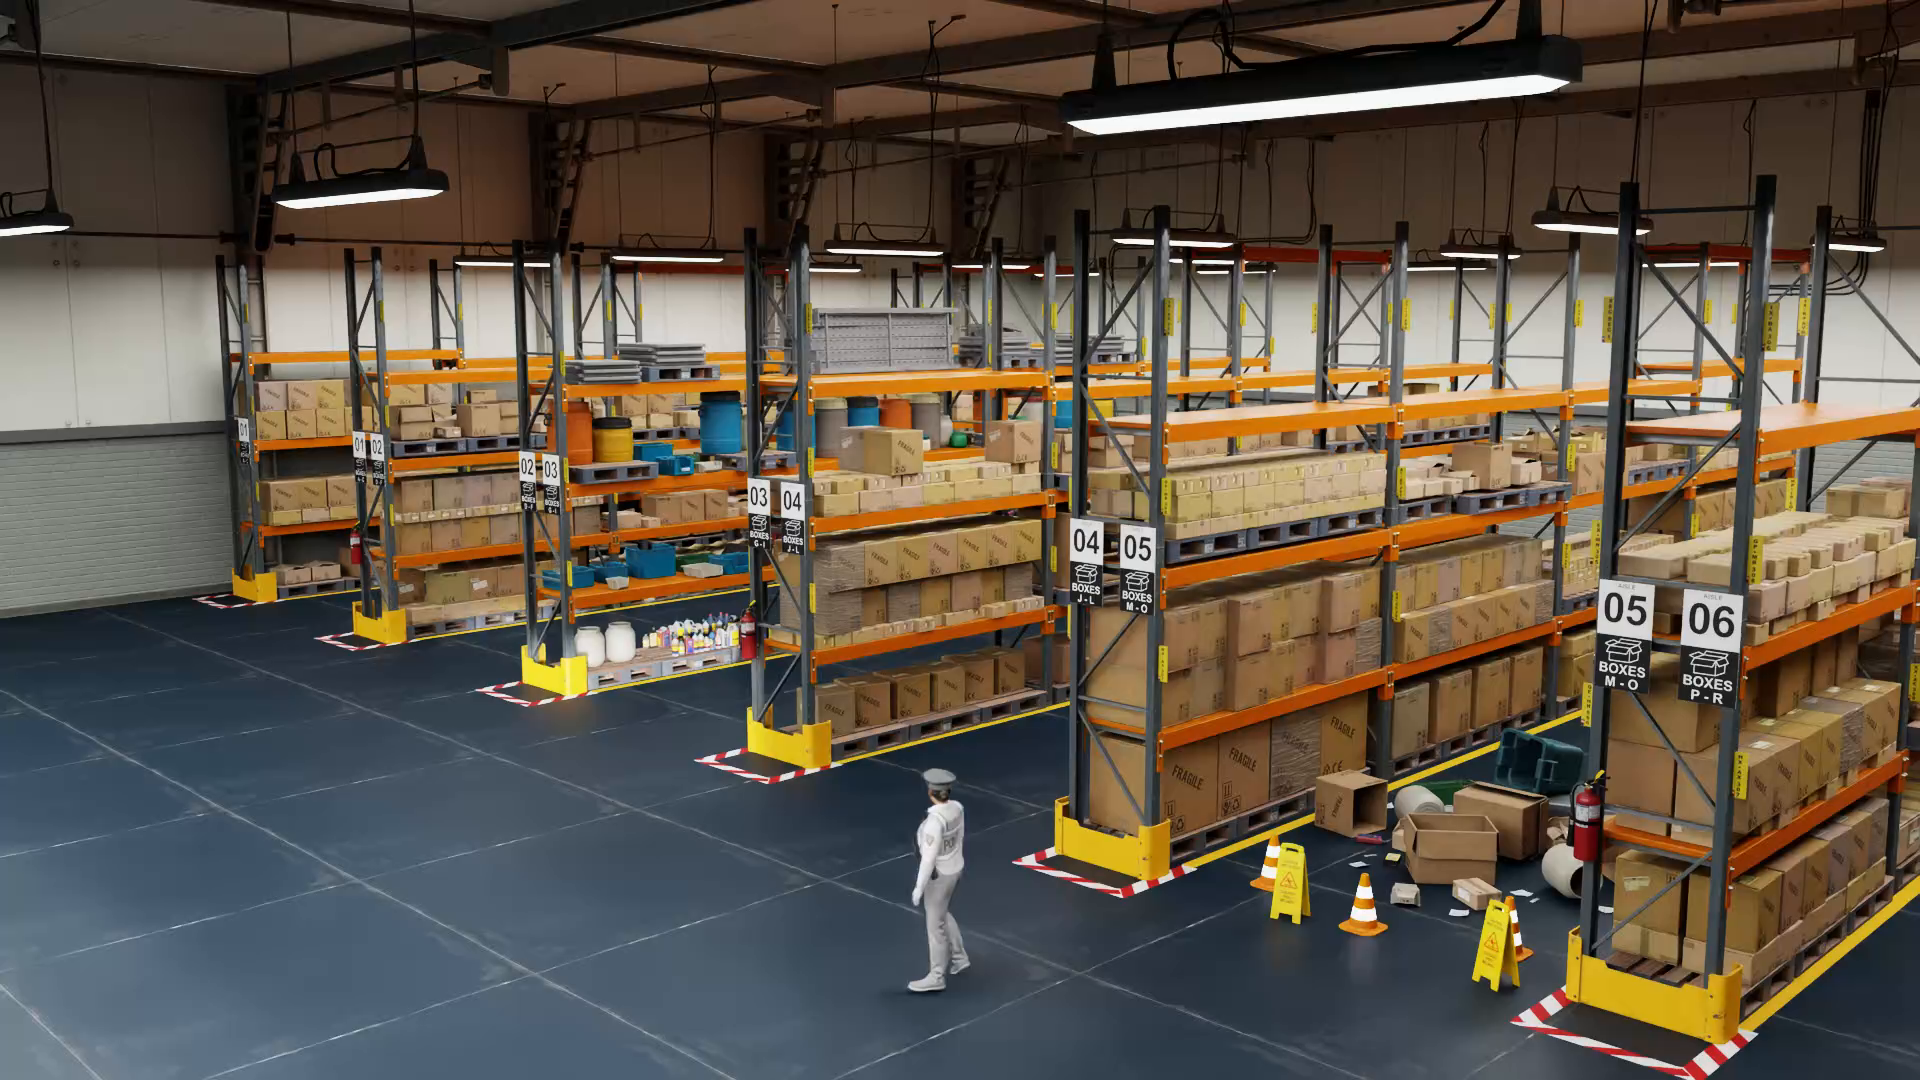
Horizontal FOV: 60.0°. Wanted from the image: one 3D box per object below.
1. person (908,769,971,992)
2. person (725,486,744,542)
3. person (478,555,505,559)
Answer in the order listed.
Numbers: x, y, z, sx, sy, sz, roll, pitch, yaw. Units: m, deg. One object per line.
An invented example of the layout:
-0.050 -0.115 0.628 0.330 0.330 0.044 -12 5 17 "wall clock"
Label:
-0.146 2.573 12.622 0.400 1.698 0.589 3 8 17 "person"
-4.418 -0.268 32.731 0.398 1.589 0.468 5 9 29 "person"
-8.160 0.225 28.859 0.585 1.813 0.422 -2 8 -16 "person"
